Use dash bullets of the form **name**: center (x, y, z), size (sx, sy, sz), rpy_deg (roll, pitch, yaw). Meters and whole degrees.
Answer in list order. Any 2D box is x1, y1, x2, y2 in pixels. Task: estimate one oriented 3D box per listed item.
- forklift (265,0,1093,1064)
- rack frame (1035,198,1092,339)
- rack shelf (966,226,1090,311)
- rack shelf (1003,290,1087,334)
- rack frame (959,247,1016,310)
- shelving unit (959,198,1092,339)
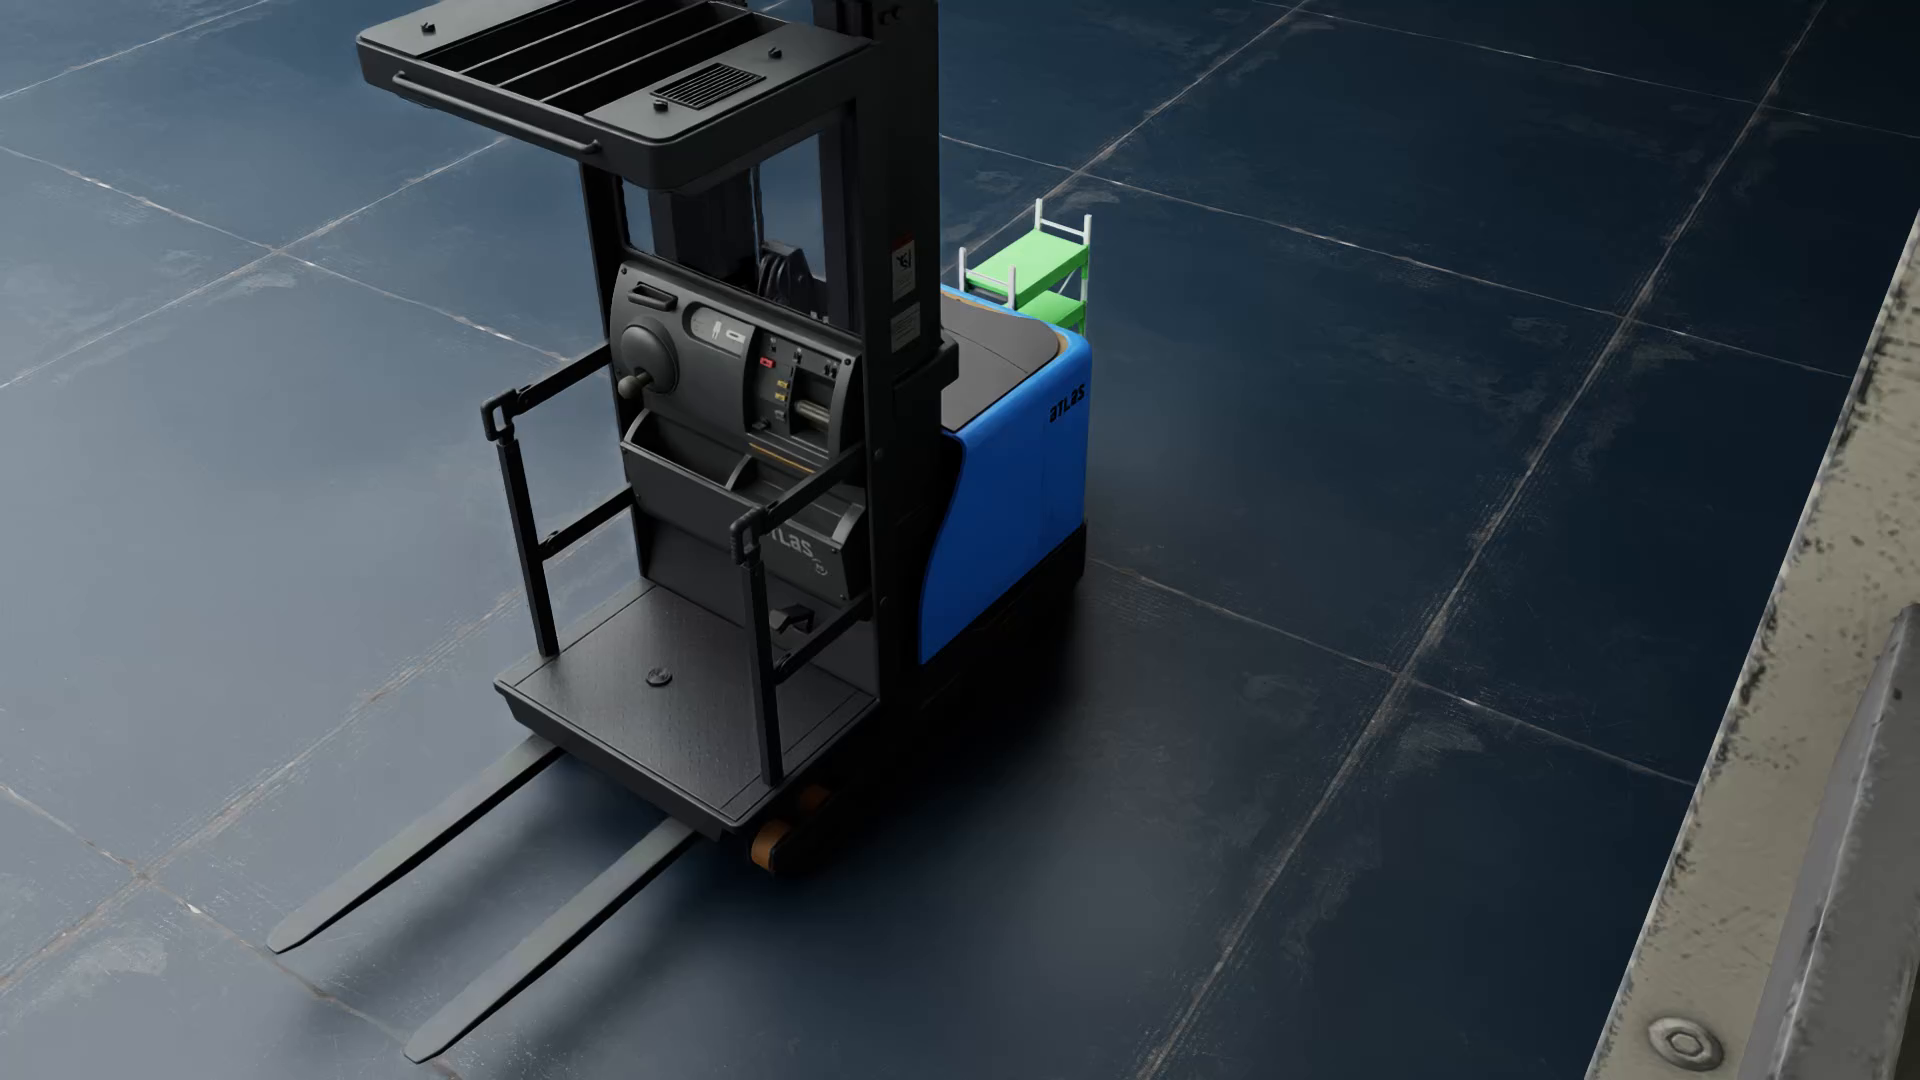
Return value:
- **forklift**: center (-0.807, -0.458, 4.771), size (1.130, 2.935, 3.031), rpy_deg (24, 44, 28)
- **rack frame**: center (0.388, -0.770, 6.593), size (0.240, 1.200, 0.015), rpy_deg (24, 44, 28)
- **rack shelf**: center (0.243, -0.979, 6.184), size (0.258, 0.148, 0.480), rpy_deg (24, 44, 28)
- **rack shelf**: center (0.243, -0.789, 6.330), size (0.258, 0.148, 0.480), rpy_deg (24, 44, 28)
- **rack frame**: center (0.098, -0.530, 6.282), size (0.240, 1.200, 0.015), rpy_deg (24, 44, 28)
- **shelving unit**: center (0.243, -0.650, 6.438), size (0.258, 1.200, 0.503), rpy_deg (24, 44, 28)
